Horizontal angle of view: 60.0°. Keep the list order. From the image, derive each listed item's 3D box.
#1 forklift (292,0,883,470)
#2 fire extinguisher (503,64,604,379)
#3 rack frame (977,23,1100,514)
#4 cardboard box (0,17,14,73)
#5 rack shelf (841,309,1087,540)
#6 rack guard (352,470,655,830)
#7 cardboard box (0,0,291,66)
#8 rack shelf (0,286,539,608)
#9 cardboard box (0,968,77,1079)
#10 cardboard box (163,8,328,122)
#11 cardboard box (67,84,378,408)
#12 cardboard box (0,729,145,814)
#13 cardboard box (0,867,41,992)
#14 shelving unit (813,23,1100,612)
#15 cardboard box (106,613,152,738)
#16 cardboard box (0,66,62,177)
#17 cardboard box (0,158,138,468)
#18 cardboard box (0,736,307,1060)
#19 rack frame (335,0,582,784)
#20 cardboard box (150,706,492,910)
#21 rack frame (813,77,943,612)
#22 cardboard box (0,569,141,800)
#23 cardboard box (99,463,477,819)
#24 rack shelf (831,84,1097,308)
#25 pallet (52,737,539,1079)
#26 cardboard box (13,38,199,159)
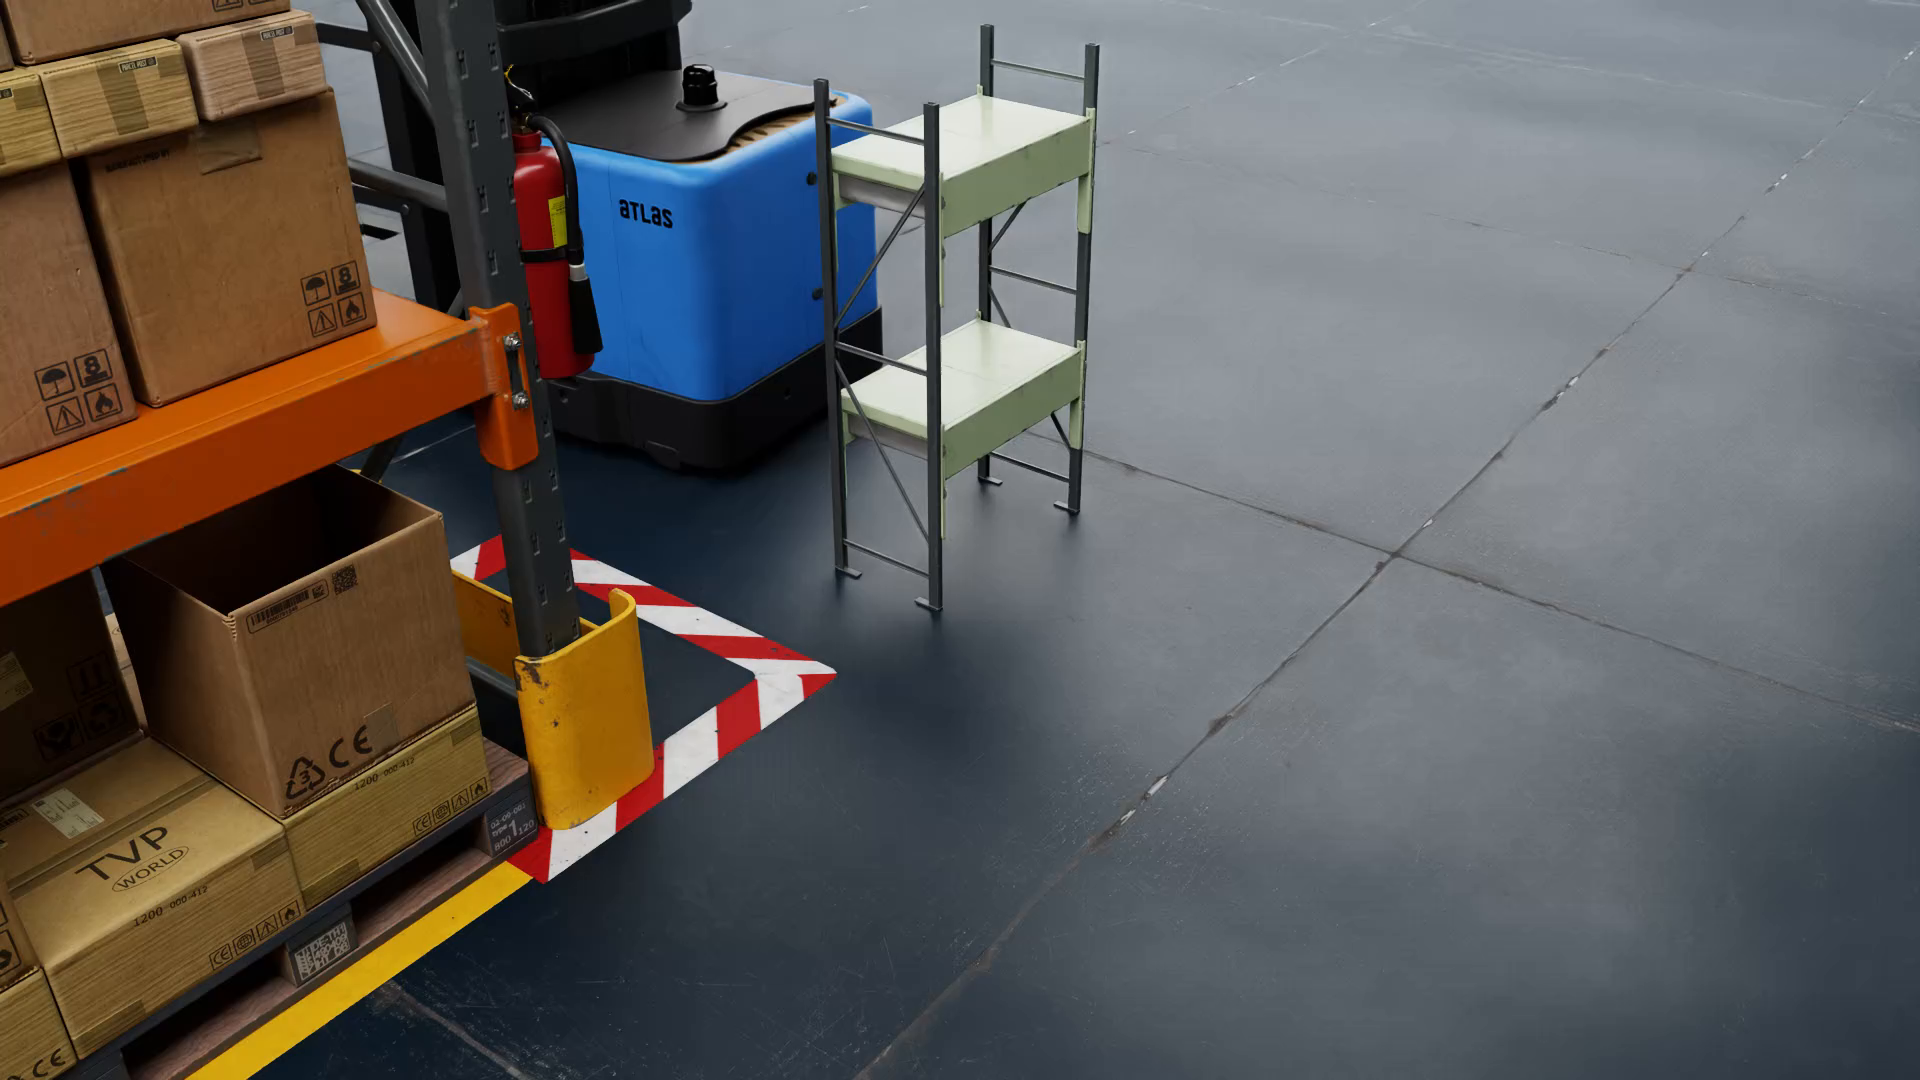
[{"bbox_3d":[-1.818,-2.039,5.815,3.031,2.935,1.130,17,35,26],"label":"forklift"},{"bbox_3d":[-0.898,-0.681,3.532,0.296,0.674,0.183,21,37,31],"label":"fire extinguisher"},{"bbox_3d":[0.225,-0.797,5.123,0.400,1.500,0.023,21,37,31],"label":"rack frame"},{"bbox_3d":[-1.977,-0.987,2.603,0.700,0.500,0.500,20,36,30],"label":"cardboard box"},{"bbox_3d":[0.004,-0.367,5.038,0.431,0.370,0.720,21,37,31],"label":"rack shelf"},{"bbox_3d":[-1.325,0.257,4.327,1.175,0.500,0.348,21,37,31],"label":"rack guard"},{"bbox_3d":[-1.664,-1.203,2.967,0.700,0.500,0.500,21,37,31],"label":"cardboard box"},{"bbox_3d":[-2.547,0.313,2.485,1.077,0.370,4.000,21,37,31],"label":"rack shelf"},{"bbox_3d":[-2.021,0.913,3.053,0.500,0.250,0.500,21,37,31],"label":"cardboard box"},{"bbox_3d":[-1.419,-0.917,3.121,0.380,0.149,0.250,20,36,31],"label":"cardboard box"},{"bbox_3d":[-1.632,-0.666,3.334,0.700,0.500,0.500,21,37,31],"label":"cardboard box"},{"bbox_3d":[-2.140,0.547,3.670,0.500,0.250,0.500,21,37,31],"label":"cardboard box"},{"bbox_3d":[-2.018,0.591,2.860,0.500,0.500,0.500,21,37,31],"label":"cardboard box"},{"bbox_3d":[0.004,-0.648,4.872,0.431,1.500,0.755,21,37,31],"label":"shelving unit"},{"bbox_3d":[-1.841,0.343,4.015,0.500,0.250,0.500,21,37,31],"label":"cardboard box"},{"bbox_3d":[-1.730,-0.706,2.765,0.380,0.149,0.250,21,36,31],"label":"cardboard box"},{"bbox_3d":[-1.945,-0.451,2.971,0.700,0.500,0.500,22,37,32],"label":"cardboard box"},{"bbox_3d":[-1.720,0.709,3.396,0.500,0.250,0.500,21,37,31],"label":"cardboard box"},{"bbox_3d":[-1.340,-0.809,3.673,1.000,3.000,0.127,21,37,31],"label":"rack frame"},{"bbox_3d":[-1.428,0.502,3.746,0.500,0.250,0.500,21,37,31],"label":"cardboard box"},{"bbox_3d":[-0.217,-0.499,4.621,0.400,1.500,0.023,21,37,31],"label":"rack frame"},{"bbox_3d":[-2.141,0.224,3.479,0.500,0.500,0.500,21,37,31],"label":"cardboard box"},{"bbox_3d":[-1.426,0.180,3.553,0.500,0.500,0.500,21,37,31],"label":"cardboard box"},{"bbox_3d":[0.004,-0.984,4.673,0.431,0.370,0.720,21,37,31],"label":"rack shelf"},{"bbox_3d":[-1.768,0.714,3.838,1.003,0.211,1.213,21,37,31],"label":"pallet"},{"bbox_3d":[-1.576,-0.810,2.941,0.380,0.149,0.250,22,37,32],"label":"cardboard box"}]
